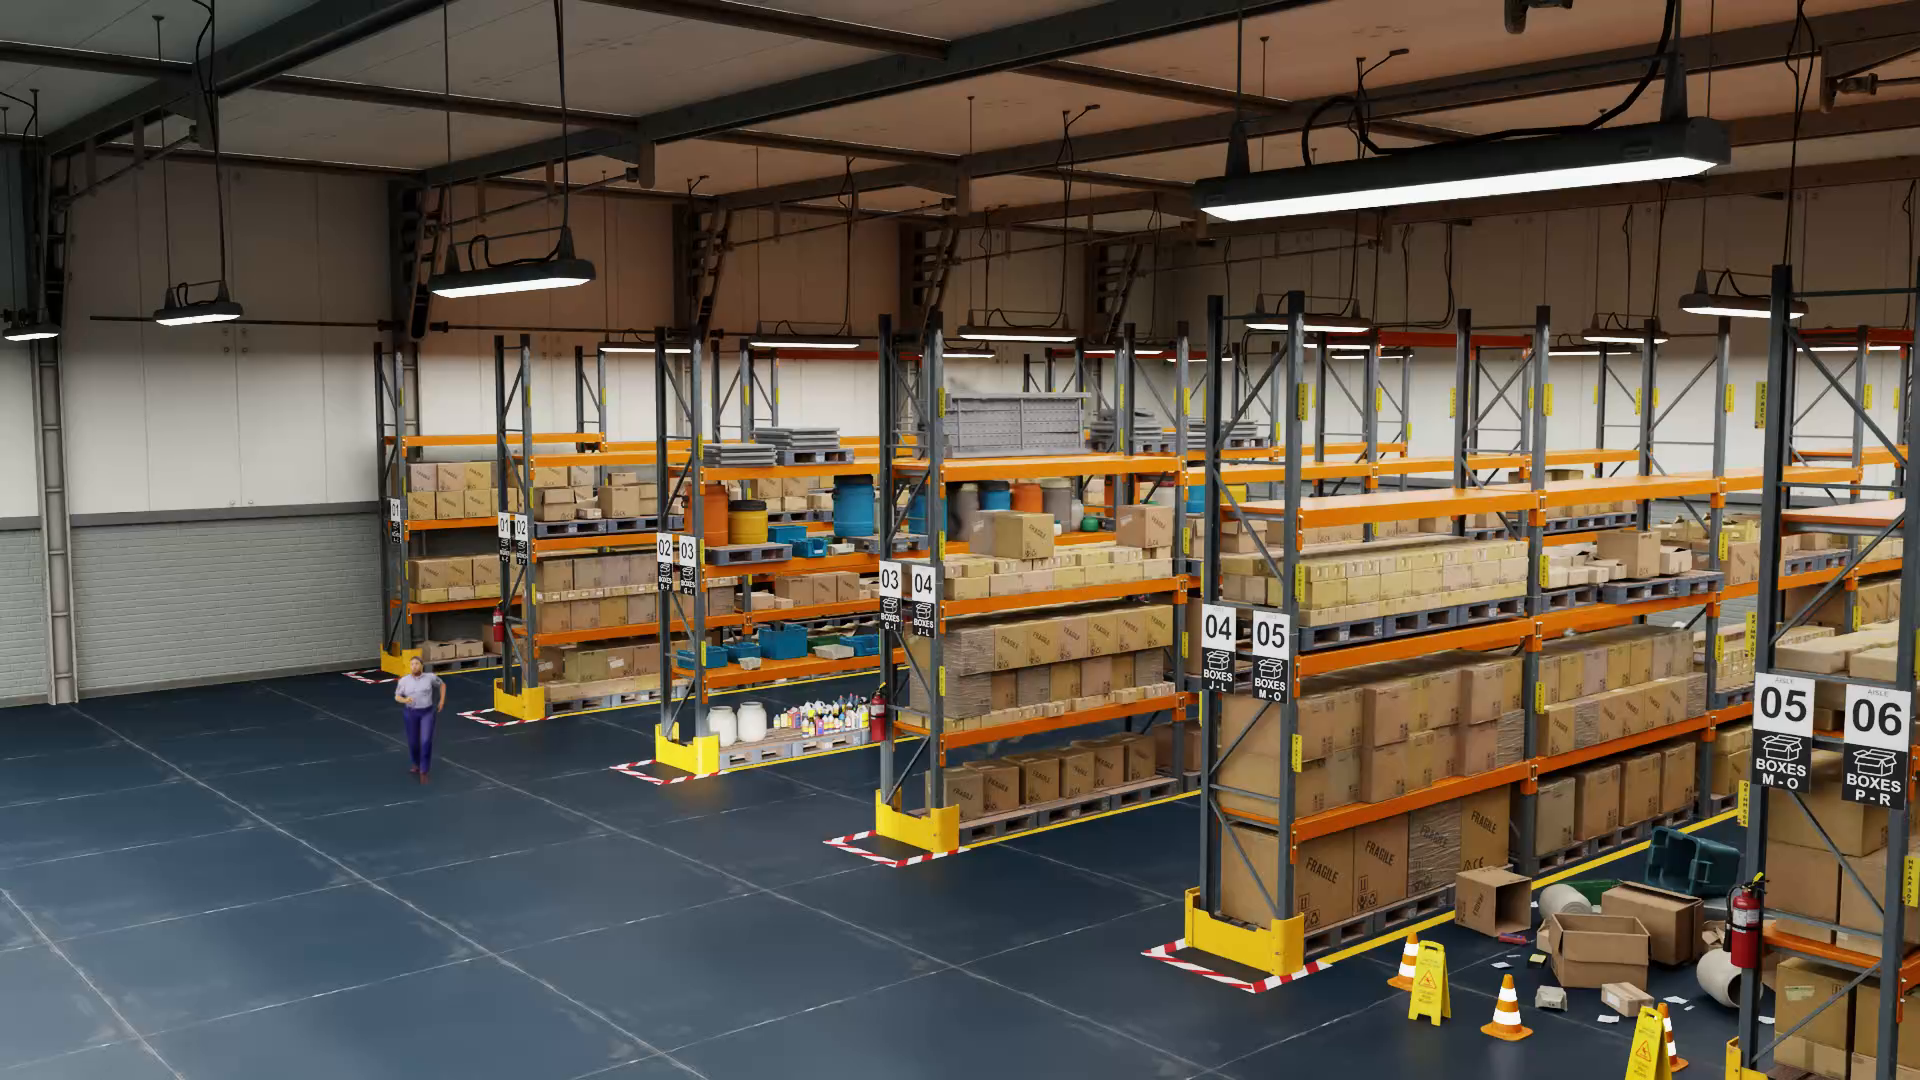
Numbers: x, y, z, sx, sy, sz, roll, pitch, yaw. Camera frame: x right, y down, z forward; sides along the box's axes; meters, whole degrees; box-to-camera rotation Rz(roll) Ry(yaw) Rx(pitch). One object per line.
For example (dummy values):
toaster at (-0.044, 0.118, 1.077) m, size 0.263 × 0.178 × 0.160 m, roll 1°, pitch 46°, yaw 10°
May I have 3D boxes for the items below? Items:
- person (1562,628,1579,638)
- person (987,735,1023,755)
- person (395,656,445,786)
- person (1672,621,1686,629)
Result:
person at (9.050, 2.104, 24.658) m, size 0.608 × 1.668 × 0.762 m, roll 4°, pitch 7°, yaw 38°
person at (0.582, 2.001, 22.543) m, size 0.576 × 1.794 × 0.705 m, roll 4°, pitch 6°, yaw 37°
person at (-7.139, 2.373, 21.984) m, size 0.607 × 1.673 × 0.816 m, roll -1°, pitch 5°, yaw -11°
person at (10.471, 2.036, 24.262) m, size 0.777 × 1.712 × 0.682 m, roll -5°, pitch 7°, yaw -43°
